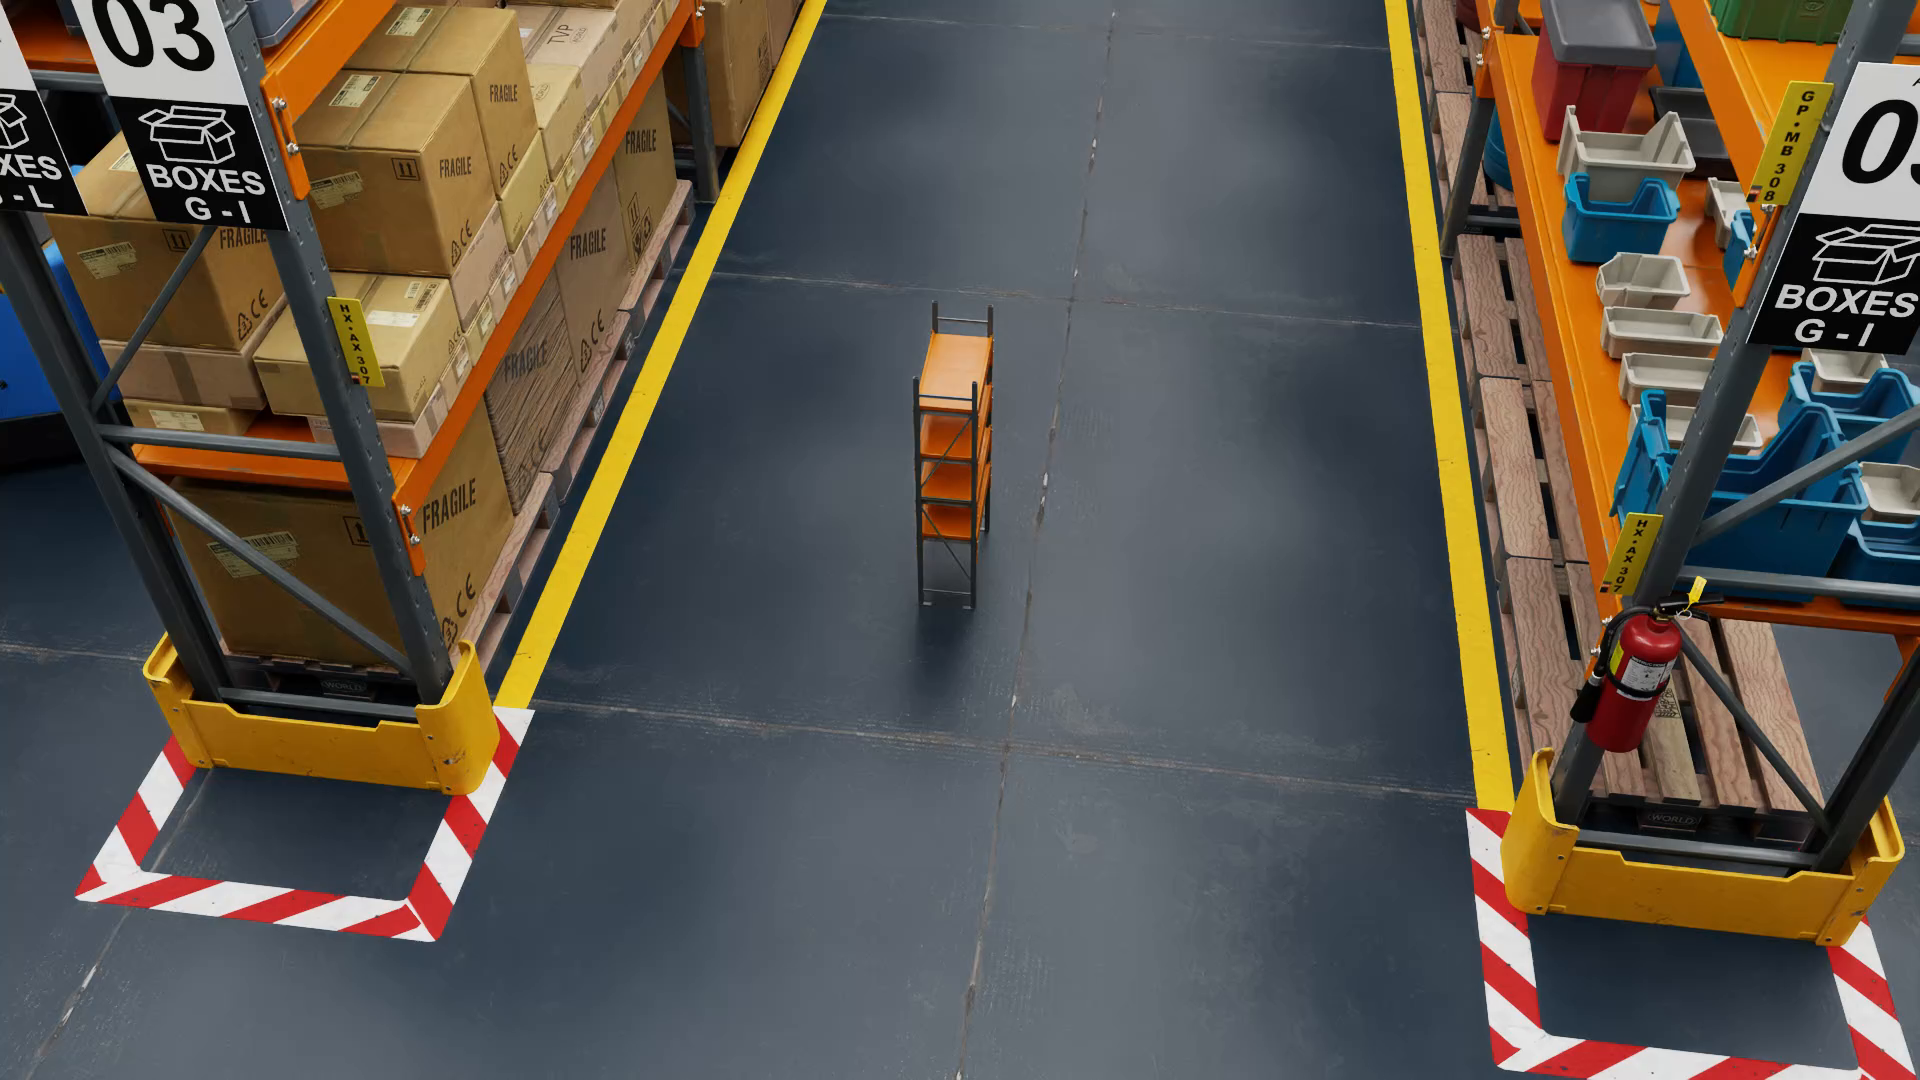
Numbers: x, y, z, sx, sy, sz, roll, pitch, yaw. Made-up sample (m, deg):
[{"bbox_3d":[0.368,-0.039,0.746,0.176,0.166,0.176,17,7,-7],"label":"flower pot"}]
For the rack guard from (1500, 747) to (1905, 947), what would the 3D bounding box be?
[{"bbox_3d":[2.543,1.068,5.781,1.175,0.500,0.348,5,44,6],"label":"rack guard"}]

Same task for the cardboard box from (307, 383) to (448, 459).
[{"bbox_3d":[-2.002,-0.428,5.726,0.380,0.149,0.250,6,44,6],"label":"cardboard box"}]

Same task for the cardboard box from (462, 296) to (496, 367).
[{"bbox_3d":[-1.936,-0.778,6.095,0.380,0.149,0.250,4,44,5],"label":"cardboard box"}]

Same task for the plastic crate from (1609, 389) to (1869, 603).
[{"bbox_3d":[2.393,-0.137,5.166,0.616,0.435,0.499,5,44,6],"label":"plastic crate"}]

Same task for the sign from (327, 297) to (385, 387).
[{"bbox_3d":[-1.827,-0.596,5.033,0.100,0.325,0.005,5,44,6],"label":"sign"}]

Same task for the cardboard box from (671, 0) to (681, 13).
[{"bbox_3d":[-1.563,-2.705,8.130,0.380,0.149,0.250,5,44,6],"label":"cardboard box"}]

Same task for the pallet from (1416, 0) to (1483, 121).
[{"bbox_3d":[3.365,-2.927,10.210,1.003,0.211,1.213,5,44,6],"label":"pallet"}]

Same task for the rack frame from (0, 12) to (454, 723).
[{"bbox_3d":[-2.376,-0.308,5.415,1.000,3.000,0.127,5,44,6],"label":"rack frame"}]

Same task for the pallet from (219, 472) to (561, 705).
[{"bbox_3d":[-2.348,0.153,6.957,1.003,0.211,1.213,5,44,6],"label":"pallet"}]

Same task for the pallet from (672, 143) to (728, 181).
[{"bbox_3d":[-1.820,-2.554,9.816,1.003,0.211,1.213,5,44,6],"label":"pallet"}]

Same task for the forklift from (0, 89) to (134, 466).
[{"bbox_3d":[-4.618,-2.374,7.648,1.130,2.935,3.031,-10,44,-10],"label":"forklift"}]

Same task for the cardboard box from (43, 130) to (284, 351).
[{"bbox_3d":[-2.572,-0.989,5.483,0.500,0.500,0.500,6,44,6],"label":"cardboard box"}]

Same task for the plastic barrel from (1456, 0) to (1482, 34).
[{"bbox_3d":[3.394,-3.482,10.216,0.600,0.588,0.708,5,44,6],"label":"plastic barrel"}]

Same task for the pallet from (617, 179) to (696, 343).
[{"bbox_3d":[-2.025,-1.510,8.713,1.003,0.211,1.213,5,44,6],"label":"pallet"}]

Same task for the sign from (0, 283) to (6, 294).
[{"bbox_3d":[-2.912,-0.873,4.998,0.100,0.325,0.005,5,44,6],"label":"sign"}]

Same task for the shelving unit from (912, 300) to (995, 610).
[{"bbox_3d":[-0.022,-0.323,6.741,0.258,1.200,0.503,5,44,6],"label":"shelving unit"}]

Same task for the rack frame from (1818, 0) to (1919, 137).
[{"bbox_3d":[2.534,-2.036,2.877,1.000,3.000,0.127,5,44,6],"label":"rack frame"}]

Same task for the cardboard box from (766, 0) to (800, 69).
[{"bbox_3d":[-1.665,-3.462,9.986,1.225,0.875,0.875,4,44,4],"label":"cardboard box"}]

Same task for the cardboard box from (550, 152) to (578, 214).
[{"bbox_3d":[-1.800,-1.477,6.833,0.380,0.149,0.250,4,44,4],"label":"cardboard box"}]

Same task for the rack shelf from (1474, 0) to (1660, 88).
[{"bbox_3d":[3.327,-3.685,9.506,1.077,0.370,4.000,5,44,6],"label":"rack shelf"}]

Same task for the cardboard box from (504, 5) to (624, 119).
[{"bbox_3d":[-1.779,-2.062,7.161,0.500,0.250,0.500,6,44,6],"label":"cardboard box"}]

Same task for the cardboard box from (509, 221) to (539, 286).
[{"bbox_3d":[-1.868,-1.129,6.465,0.380,0.149,0.250,4,44,5],"label":"cardboard box"}]

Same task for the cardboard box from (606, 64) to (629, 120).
[{"bbox_3d":[-1.698,-2.003,7.389,0.380,0.149,0.250,6,44,6],"label":"cardboard box"}]

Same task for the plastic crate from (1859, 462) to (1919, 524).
[{"bbox_3d":[3.017,-0.133,5.379,0.250,0.136,0.298,5,44,6],"label":"plastic crate"}]

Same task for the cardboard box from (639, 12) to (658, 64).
[{"bbox_3d":[-1.631,-2.354,7.760,0.380,0.149,0.250,5,44,5],"label":"cardboard box"}]

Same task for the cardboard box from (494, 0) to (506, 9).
[{"bbox_3d":[-2.240,-2.452,7.573,0.500,0.250,0.500,5,44,5],"label":"cardboard box"}]

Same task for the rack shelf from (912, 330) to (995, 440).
[{"bbox_3d":[-0.022,-0.608,6.470,0.258,0.148,0.480,5,44,6],"label":"rack shelf"}]

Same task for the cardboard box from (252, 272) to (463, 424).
[{"bbox_3d":[-2.045,-0.664,5.684,0.500,0.250,0.500,4,44,4],"label":"cardboard box"}]

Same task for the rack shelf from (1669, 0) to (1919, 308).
[{"bbox_3d":[2.798,-2.048,5.595,1.077,0.370,4.000,5,44,6],"label":"rack shelf"}]

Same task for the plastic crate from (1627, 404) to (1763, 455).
[{"bbox_3d":[2.462,-0.356,5.614,0.396,0.136,0.243,5,44,6],"label":"plastic crate"}]

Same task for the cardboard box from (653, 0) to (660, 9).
[{"bbox_3d":[-1.645,-2.762,7.901,0.500,0.250,0.500,4,44,5],"label":"cardboard box"}]

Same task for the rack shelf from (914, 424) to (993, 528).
[{"bbox_3d":[-0.022,-0.274,6.787,0.258,0.148,0.480,5,44,6],"label":"rack shelf"}]

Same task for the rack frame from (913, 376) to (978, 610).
[{"bbox_3d":[-0.054,-0.157,6.565,0.240,1.200,0.015,5,44,6],"label":"rack frame"}]

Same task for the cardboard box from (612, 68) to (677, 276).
[{"bbox_3d":[-2.014,-1.972,8.413,0.875,0.875,0.875,5,44,6],"label":"cardboard box"}]

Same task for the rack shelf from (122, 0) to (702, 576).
[{"bbox_3d":[-2.112,-1.409,7.102,1.077,0.370,4.000,5,44,6],"label":"rack shelf"}]

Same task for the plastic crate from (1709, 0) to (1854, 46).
[{"bbox_3d":[2.381,-1.568,4.719,0.450,0.188,0.336,5,44,6],"label":"plastic crate"}]

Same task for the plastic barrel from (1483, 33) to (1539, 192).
[{"bbox_3d":[3.151,-2.343,8.786,0.600,0.901,0.708,5,44,6],"label":"plastic barrel"}]

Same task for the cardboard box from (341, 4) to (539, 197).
[{"bbox_3d":[-1.916,-1.630,6.160,0.500,0.500,0.500,4,44,4],"label":"cardboard box"}]

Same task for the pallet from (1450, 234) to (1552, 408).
[{"bbox_3d":[3.004,-1.066,8.245,1.003,0.211,1.213,5,44,6],"label":"pallet"}]

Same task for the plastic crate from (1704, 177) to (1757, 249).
[{"bbox_3d":[3.130,-1.295,6.607,0.293,0.136,0.466,5,44,6],"label":"plastic crate"}]

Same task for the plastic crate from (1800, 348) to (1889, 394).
[{"bbox_3d":[3.107,-0.595,5.867,0.250,0.136,0.298,5,44,6],"label":"plastic crate"}]

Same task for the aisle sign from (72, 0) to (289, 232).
[{"bbox_3d":[-2.088,-1.175,4.441,0.394,0.787,0.004,5,44,6],"label":"aisle sign"}]

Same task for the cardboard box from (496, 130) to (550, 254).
[{"bbox_3d":[-1.913,-1.361,6.420,0.500,0.250,0.500,4,44,4],"label":"cardboard box"}]

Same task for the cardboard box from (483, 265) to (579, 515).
[{"bbox_3d":[-2.250,-0.752,7.125,0.875,0.875,0.875,5,44,6],"label":"cardboard box"}]

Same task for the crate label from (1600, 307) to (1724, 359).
[{"bbox_3d":[2.527,-0.744,6.024,0.396,0.136,0.243,5,44,6],"label":"crate label"}]

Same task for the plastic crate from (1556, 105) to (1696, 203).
[{"bbox_3d":[2.678,-1.538,6.758,0.437,0.282,0.530,5,44,6],"label":"plastic crate"}]

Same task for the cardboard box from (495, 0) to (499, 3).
[{"bbox_3d":[-2.237,-2.721,7.312,0.500,0.500,0.500,5,44,6],"label":"cardboard box"}]

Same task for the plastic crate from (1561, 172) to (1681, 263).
[{"bbox_3d":[2.551,-1.241,6.480,0.416,0.233,0.300,5,44,6],"label":"plastic crate"}]

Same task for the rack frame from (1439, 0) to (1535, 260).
[{"bbox_3d":[3.062,-2.583,7.819,1.000,3.000,0.127,5,44,6],"label":"rack frame"}]
